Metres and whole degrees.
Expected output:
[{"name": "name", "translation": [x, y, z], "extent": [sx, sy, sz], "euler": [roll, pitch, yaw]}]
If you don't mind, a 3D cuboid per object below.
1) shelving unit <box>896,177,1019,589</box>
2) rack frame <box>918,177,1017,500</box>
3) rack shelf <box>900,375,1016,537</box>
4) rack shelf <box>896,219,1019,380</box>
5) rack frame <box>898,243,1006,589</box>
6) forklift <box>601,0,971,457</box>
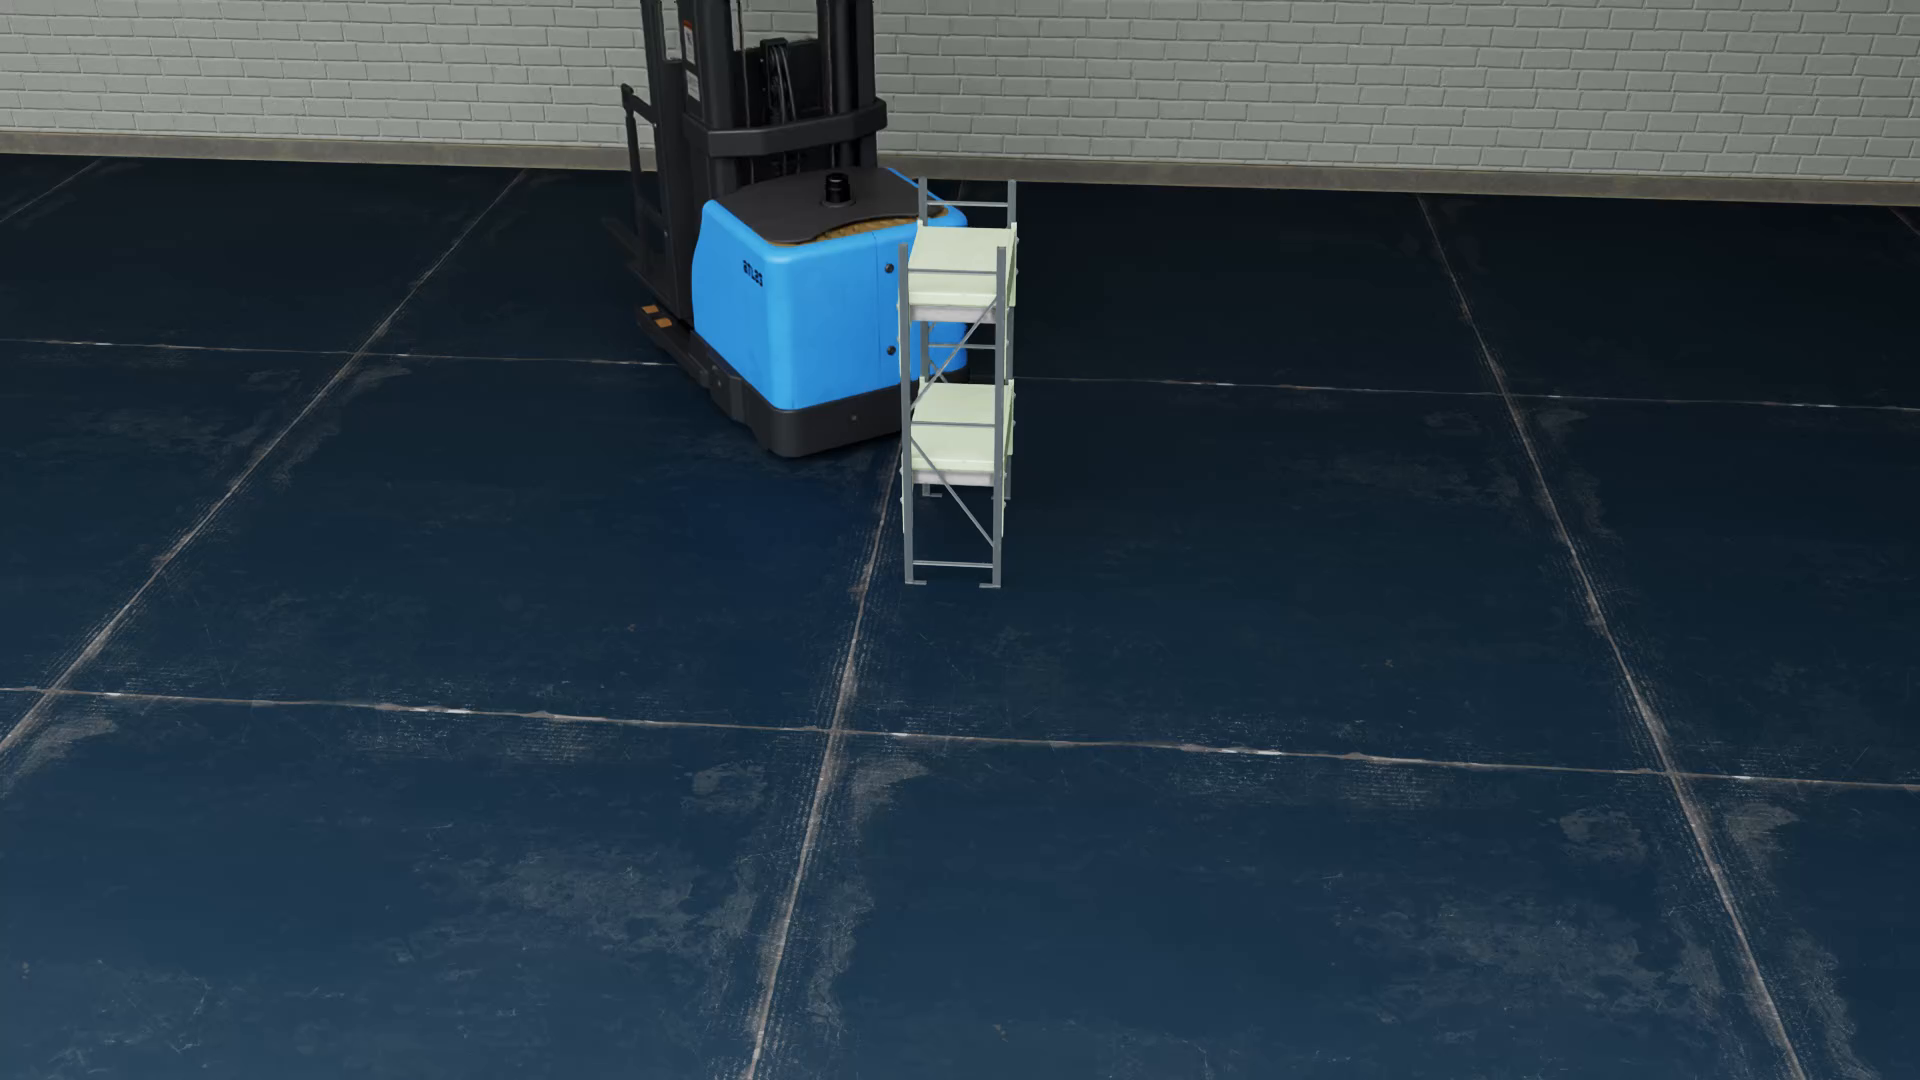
[{"name": "shelving unit", "translation": [0.001, -0.642, 6.862], "extent": [0.431, 1.500, 0.755], "euler": [2, 32, 4]}, {"name": "rack frame", "translation": [0.030, -0.833, 7.173], "extent": [0.400, 1.500, 0.023], "euler": [2, 32, 4]}, {"name": "rack shelf", "translation": [0.001, -0.364, 7.033], "extent": [0.431, 0.370, 0.720], "euler": [2, 32, 4]}, {"name": "rack shelf", "translation": [0.001, -0.974, 6.657], "extent": [0.431, 0.370, 0.720], "euler": [2, 32, 4]}, {"name": "rack frame", "translation": [-0.029, -0.451, 6.552], "extent": [0.400, 1.500, 0.023], "euler": [2, 32, 4]}, {"name": "forklift", "translation": [-1.112, -2.377, 8.313], "extent": [1.130, 2.935, 3.031], "euler": [-17, 35, -25]}]
